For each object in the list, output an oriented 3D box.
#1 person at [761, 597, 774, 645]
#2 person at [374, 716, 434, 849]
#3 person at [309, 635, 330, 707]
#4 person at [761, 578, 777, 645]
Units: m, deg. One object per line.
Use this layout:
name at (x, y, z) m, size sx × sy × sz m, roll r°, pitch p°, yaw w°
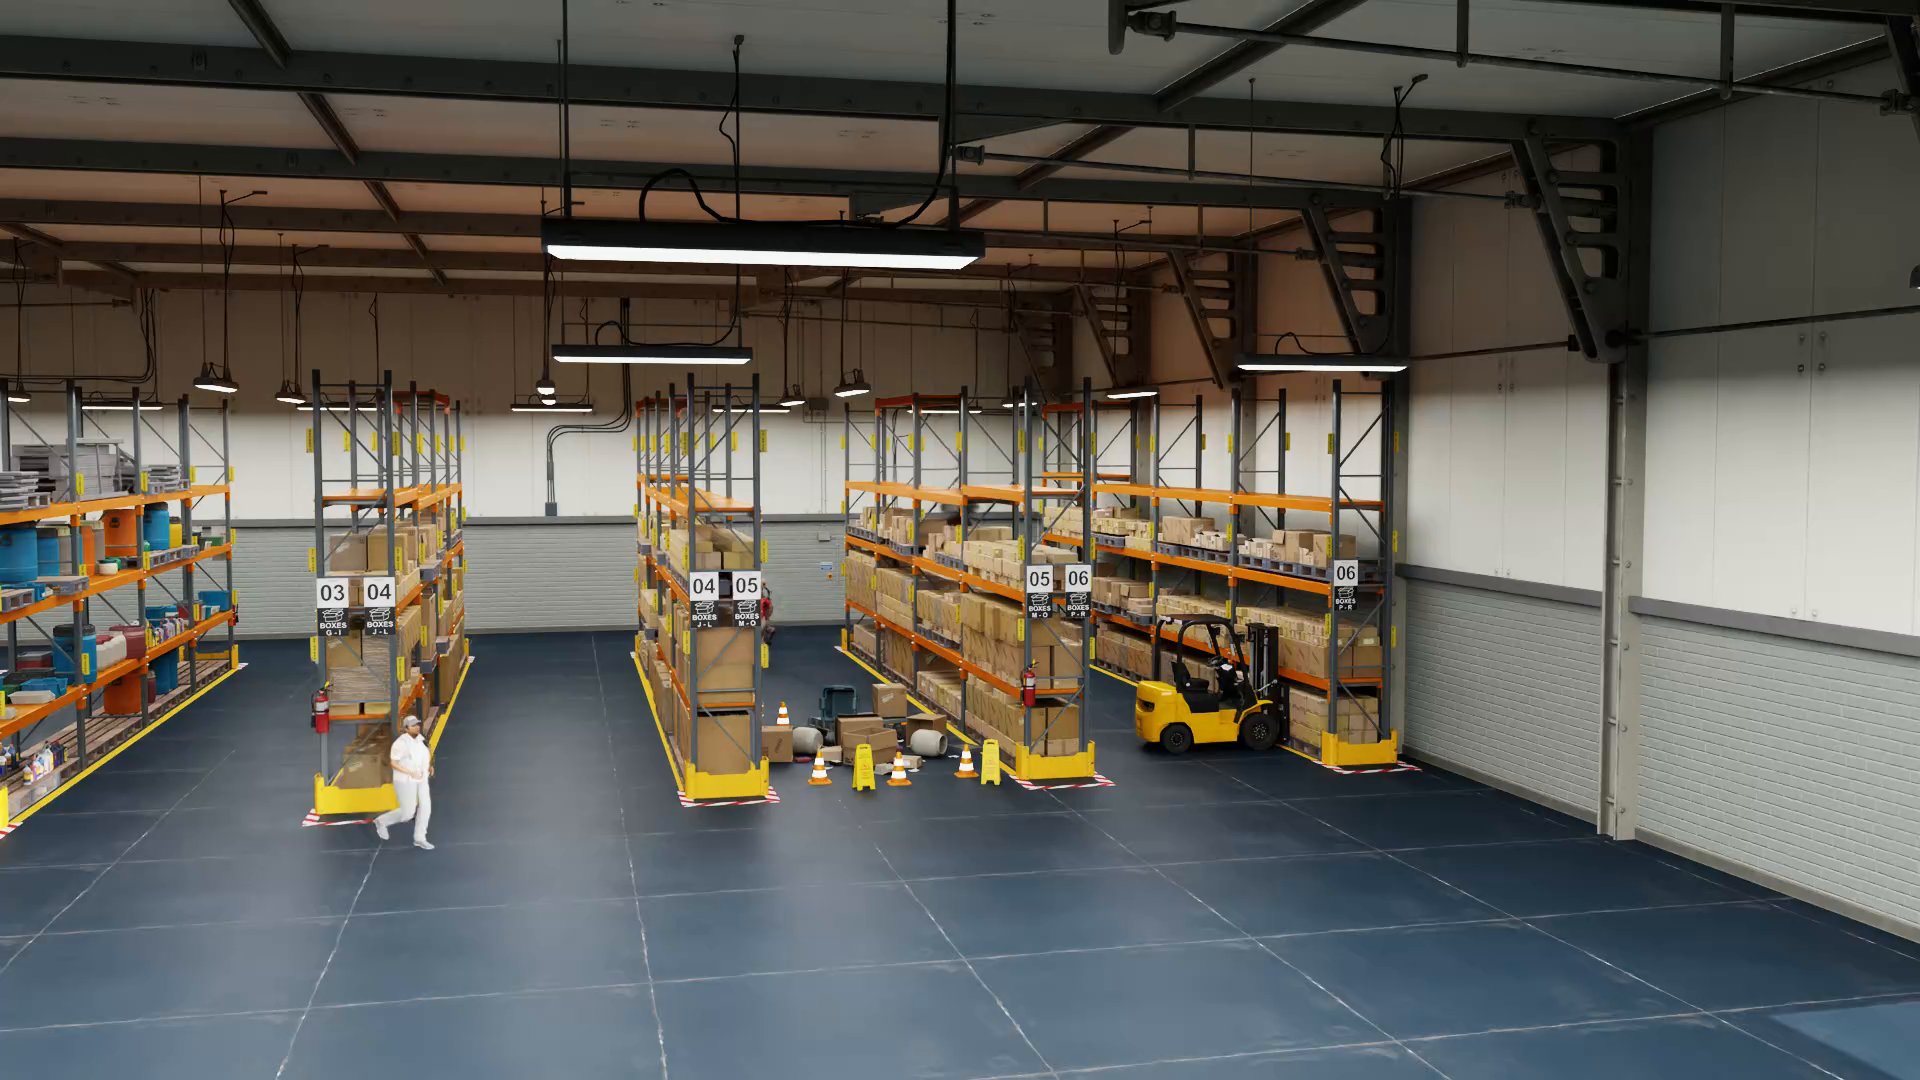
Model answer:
person at (-4.640, 1.966, 38.096) m, size 0.641 × 1.761 × 0.793 m, roll -2°, pitch 4°, yaw -25°
person at (-6.864, 3.002, 20.693) m, size 0.753 × 1.661 × 0.613 m, roll 1°, pitch 4°, yaw 23°
person at (-11.872, 2.342, 31.136) m, size 0.576 × 1.719 × 0.890 m, roll -1°, pitch 3°, yaw -18°
person at (-4.864, 1.796, 41.221) m, size 0.647 × 1.688 × 0.675 m, roll 0°, pitch 3°, yaw 2°
